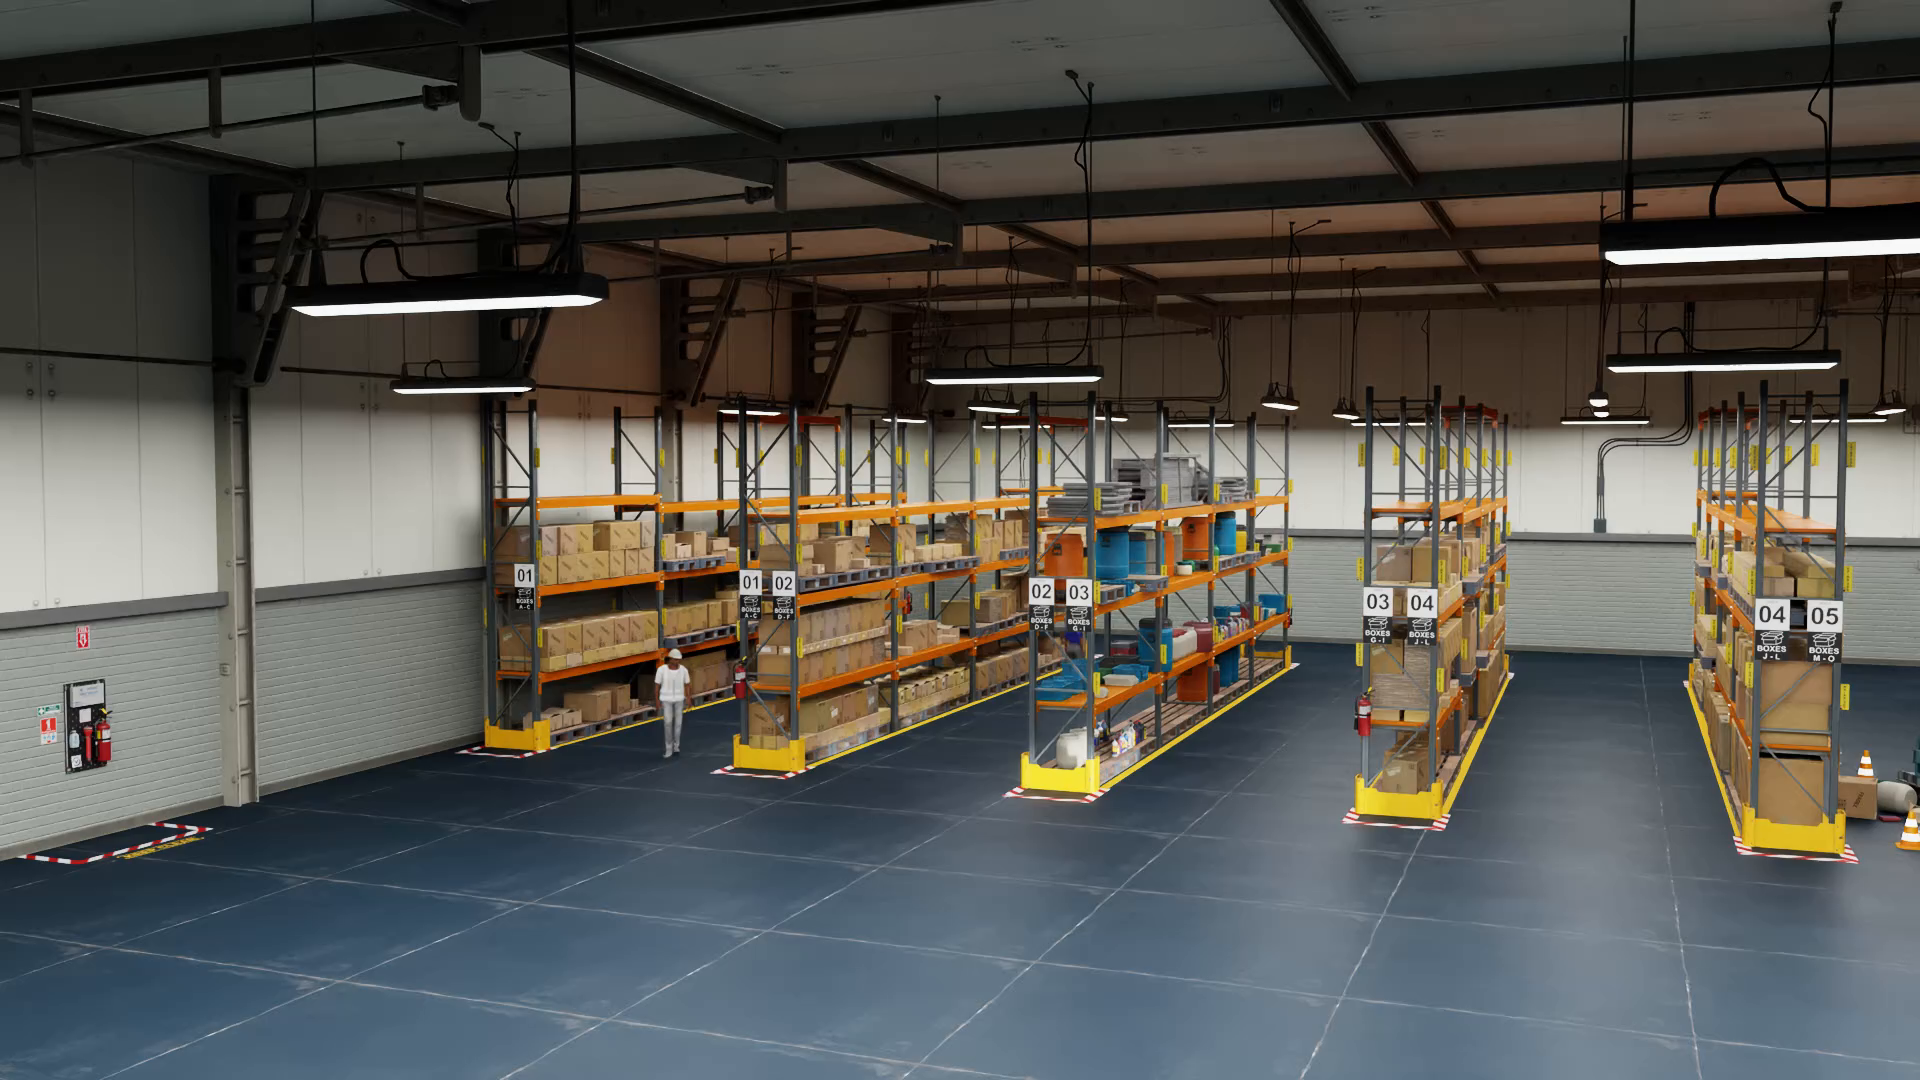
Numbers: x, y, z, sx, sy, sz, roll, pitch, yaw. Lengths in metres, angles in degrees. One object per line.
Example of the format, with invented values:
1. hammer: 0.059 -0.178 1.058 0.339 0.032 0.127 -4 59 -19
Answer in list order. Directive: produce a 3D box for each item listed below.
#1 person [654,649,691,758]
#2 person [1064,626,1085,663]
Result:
1. person: -4.826 2.756 28.081 0.598 1.813 0.604 -1 3 -23
2. person: 2.451 2.411 35.796 0.529 1.652 0.471 1 3 28
